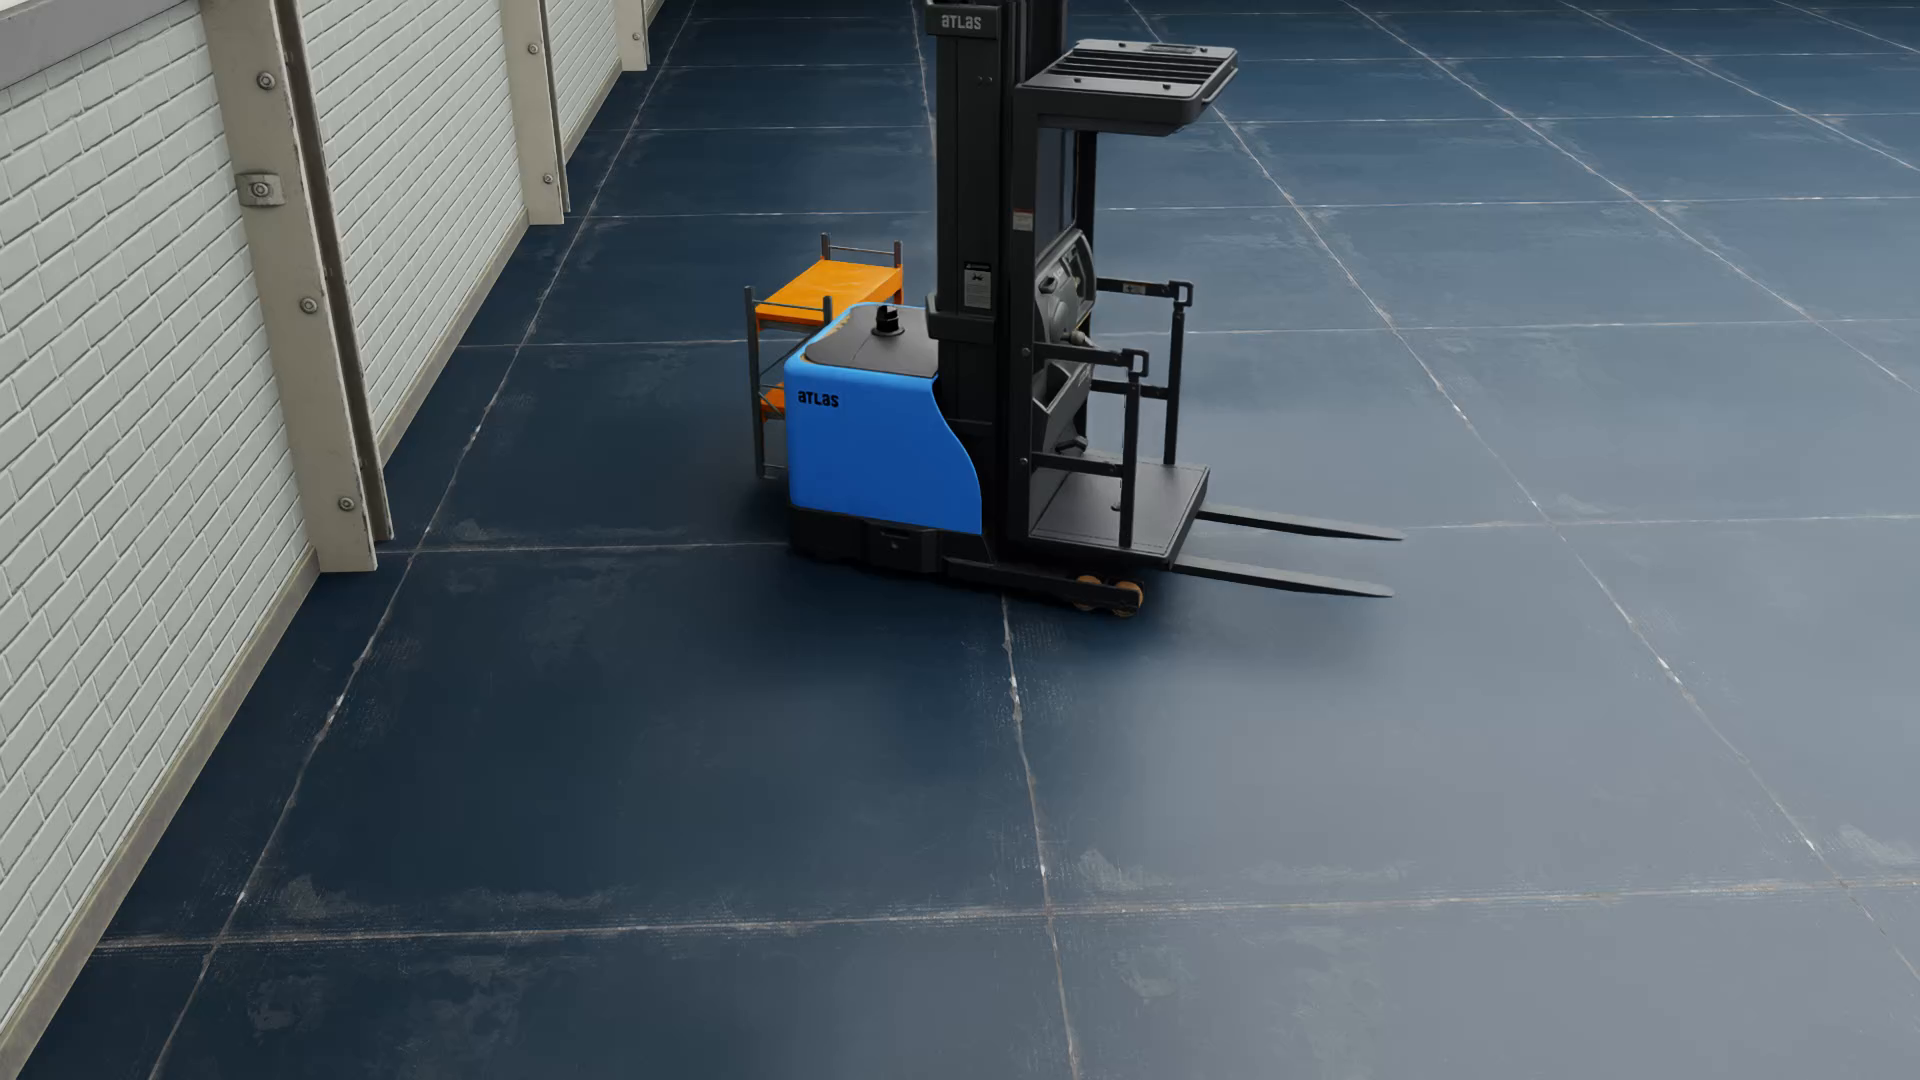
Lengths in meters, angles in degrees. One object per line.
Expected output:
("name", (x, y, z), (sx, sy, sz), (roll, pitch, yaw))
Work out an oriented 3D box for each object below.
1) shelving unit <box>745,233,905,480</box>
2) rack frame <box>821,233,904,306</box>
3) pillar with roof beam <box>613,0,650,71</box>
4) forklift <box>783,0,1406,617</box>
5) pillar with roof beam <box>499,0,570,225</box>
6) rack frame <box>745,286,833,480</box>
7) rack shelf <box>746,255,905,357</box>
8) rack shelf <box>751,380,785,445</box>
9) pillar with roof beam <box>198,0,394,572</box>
("shelving unit", (-0.744, -1.043, 9.534), (0.538, 1.125, 1.048), (9, 29, 17))
("rack frame", (-0.574, -1.265, 9.959), (0.500, 1.125, 0.032), (9, 29, 17))
("pillar with roof beam", (0.535, -9.567, 17.362), (9.100, 9.000, 0.400), (-1, 28, -3))
("forklift", (0.692, -1.206, 7.893), (3.031, 2.935, 1.130), (9, 29, 16))
("pillar with roof beam", (0.849, -6.796, 12.049), (9.100, 9.000, 0.400), (-1, 28, -3))
("rack frame", (-0.915, -0.822, 9.109), (0.500, 1.125, 0.032), (9, 29, 17))
("rack shelf", (-0.744, -1.303, 9.399), (0.538, 0.278, 1.000), (9, 29, 17))
("rack shelf", (-0.744, -0.827, 9.647), (0.538, 0.278, 1.000), (9, 29, 17))
("pillar with roof beam", (1.162, -4.025, 6.737), (9.100, 9.000, 0.400), (-1, 28, -3))
